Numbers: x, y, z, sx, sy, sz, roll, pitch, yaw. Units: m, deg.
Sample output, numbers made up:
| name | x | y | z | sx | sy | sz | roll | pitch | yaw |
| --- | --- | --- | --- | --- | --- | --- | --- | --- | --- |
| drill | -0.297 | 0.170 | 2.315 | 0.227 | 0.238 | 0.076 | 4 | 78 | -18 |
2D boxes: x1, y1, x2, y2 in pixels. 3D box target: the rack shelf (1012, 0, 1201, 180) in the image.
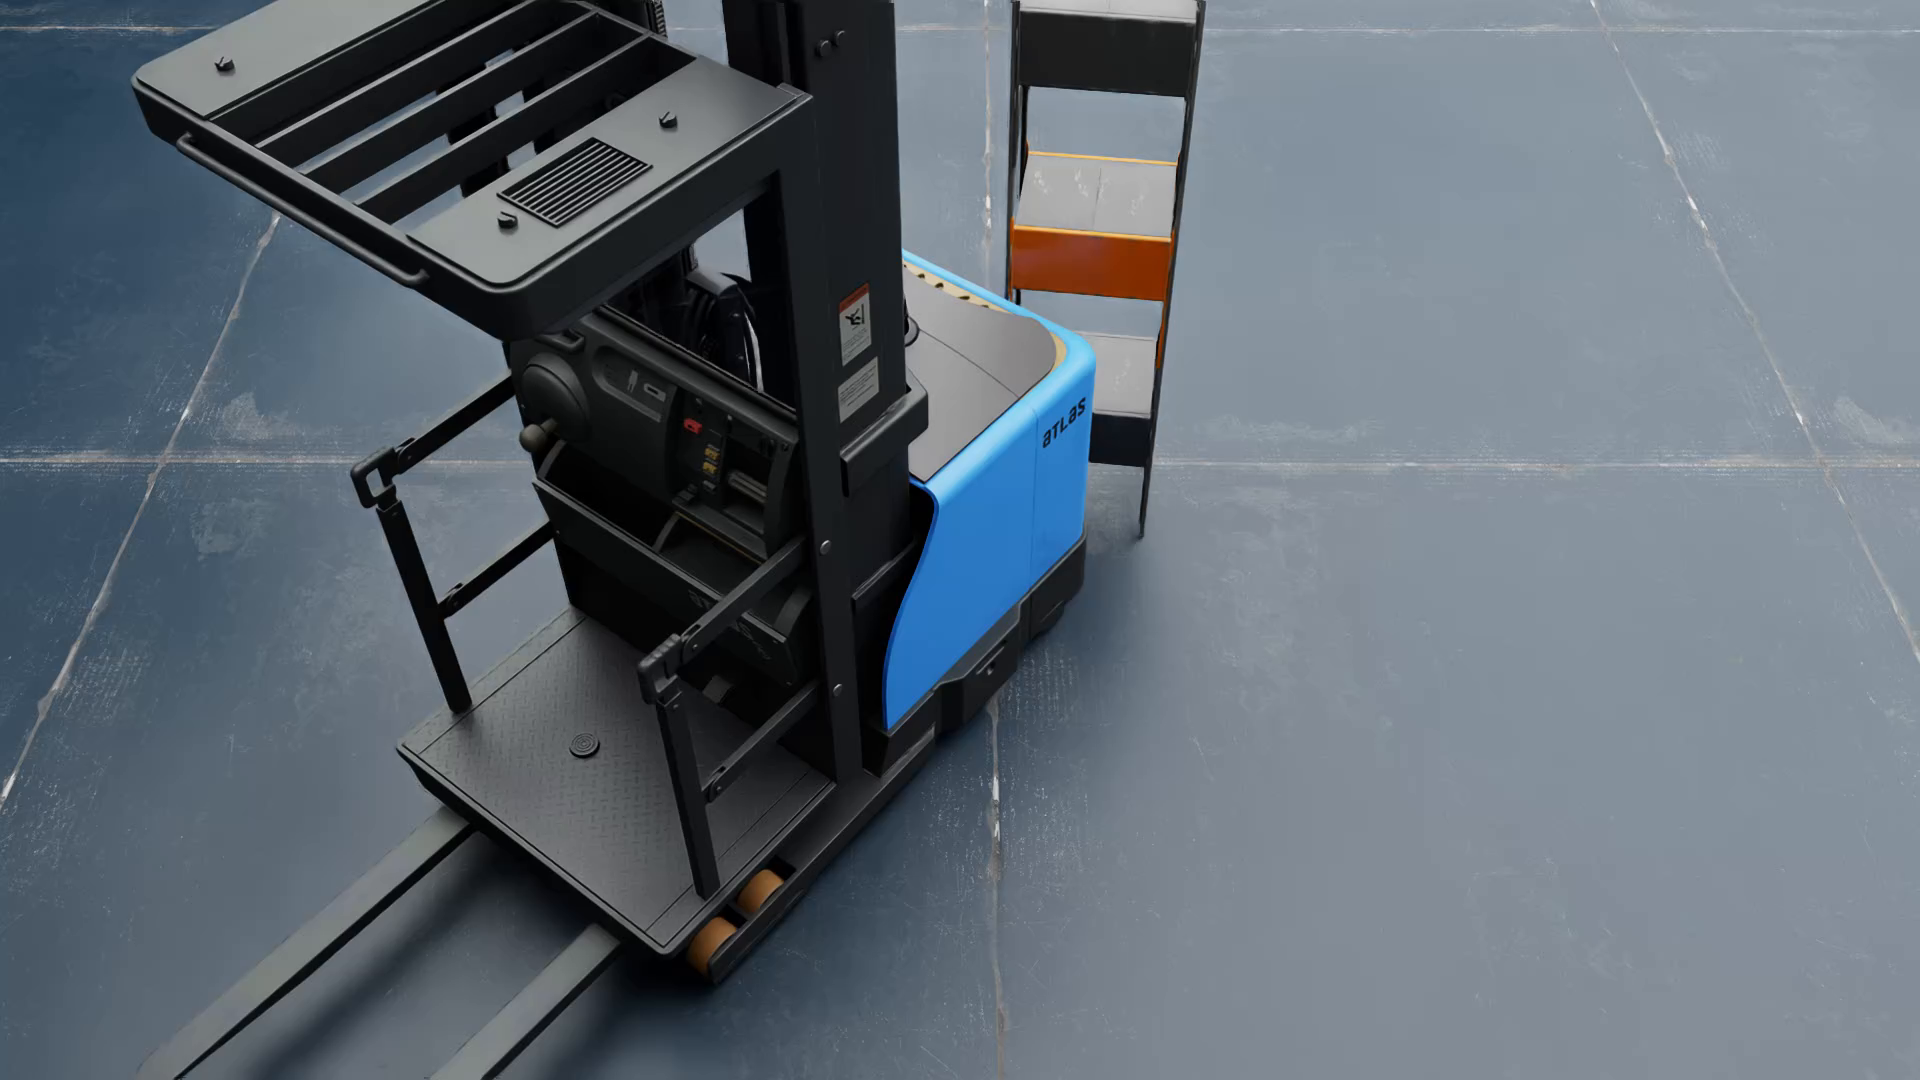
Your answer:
| name | x | y | z | sx | sy | sz | roll | pitch | yaw |
| --- | --- | --- | --- | --- | --- | --- | --- | --- | --- |
| rack shelf | 0.413 | -1.362 | 4.645 | 0.480 | 0.518 | 0.431 | 6 | 47 | 5 |

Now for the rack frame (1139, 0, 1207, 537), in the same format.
| name | x | y | z | sx | sy | sz | roll | pitch | yaw |
| --- | --- | --- | --- | --- | --- | --- | --- | --- | --- |
| rack frame | 0.655 | -0.870 | 5.125 | 0.015 | 2.100 | 0.400 | 6 | 47 | 5 |

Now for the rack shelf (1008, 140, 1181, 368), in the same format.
| name | x | y | z | sx | sy | sz | roll | pitch | yaw |
| --- | --- | --- | --- | --- | --- | --- | --- | --- | --- |
| rack shelf | 0.413 | -0.885 | 5.158 | 0.480 | 0.518 | 0.431 | 6 | 47 | 5 |

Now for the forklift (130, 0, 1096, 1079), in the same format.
| name | x | y | z | sx | sy | sz | roll | pitch | yaw |
| --- | --- | --- | --- | --- | --- | --- | --- | --- | --- |
| forklift | -0.891 | -0.203 | 3.937 | 1.130 | 2.935 | 3.031 | 30 | 54 | 25 |

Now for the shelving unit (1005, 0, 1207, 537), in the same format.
| name | x | y | z | sx | sy | sz | roll | pitch | yaw |
| --- | --- | --- | --- | --- | --- | --- | --- | --- | --- |
| shelving unit | 0.413 | -0.894 | 5.148 | 0.503 | 2.100 | 0.431 | 6 | 47 | 5 |

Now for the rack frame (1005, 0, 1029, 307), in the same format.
| name | x | y | z | sx | sy | sz | roll | pitch | yaw |
| --- | --- | --- | --- | --- | --- | --- | --- | --- | --- |
| rack frame | 0.171 | -0.918 | 5.170 | 0.015 | 2.100 | 0.400 | 6 | 47 | 5 |

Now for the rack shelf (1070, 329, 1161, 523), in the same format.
| name | x | y | z | sx | sy | sz | roll | pitch | yaw |
| --- | --- | --- | --- | --- | --- | --- | --- | --- | --- |
| rack shelf | 0.413 | -0.408 | 5.670 | 0.480 | 0.518 | 0.431 | 6 | 47 | 5 |
